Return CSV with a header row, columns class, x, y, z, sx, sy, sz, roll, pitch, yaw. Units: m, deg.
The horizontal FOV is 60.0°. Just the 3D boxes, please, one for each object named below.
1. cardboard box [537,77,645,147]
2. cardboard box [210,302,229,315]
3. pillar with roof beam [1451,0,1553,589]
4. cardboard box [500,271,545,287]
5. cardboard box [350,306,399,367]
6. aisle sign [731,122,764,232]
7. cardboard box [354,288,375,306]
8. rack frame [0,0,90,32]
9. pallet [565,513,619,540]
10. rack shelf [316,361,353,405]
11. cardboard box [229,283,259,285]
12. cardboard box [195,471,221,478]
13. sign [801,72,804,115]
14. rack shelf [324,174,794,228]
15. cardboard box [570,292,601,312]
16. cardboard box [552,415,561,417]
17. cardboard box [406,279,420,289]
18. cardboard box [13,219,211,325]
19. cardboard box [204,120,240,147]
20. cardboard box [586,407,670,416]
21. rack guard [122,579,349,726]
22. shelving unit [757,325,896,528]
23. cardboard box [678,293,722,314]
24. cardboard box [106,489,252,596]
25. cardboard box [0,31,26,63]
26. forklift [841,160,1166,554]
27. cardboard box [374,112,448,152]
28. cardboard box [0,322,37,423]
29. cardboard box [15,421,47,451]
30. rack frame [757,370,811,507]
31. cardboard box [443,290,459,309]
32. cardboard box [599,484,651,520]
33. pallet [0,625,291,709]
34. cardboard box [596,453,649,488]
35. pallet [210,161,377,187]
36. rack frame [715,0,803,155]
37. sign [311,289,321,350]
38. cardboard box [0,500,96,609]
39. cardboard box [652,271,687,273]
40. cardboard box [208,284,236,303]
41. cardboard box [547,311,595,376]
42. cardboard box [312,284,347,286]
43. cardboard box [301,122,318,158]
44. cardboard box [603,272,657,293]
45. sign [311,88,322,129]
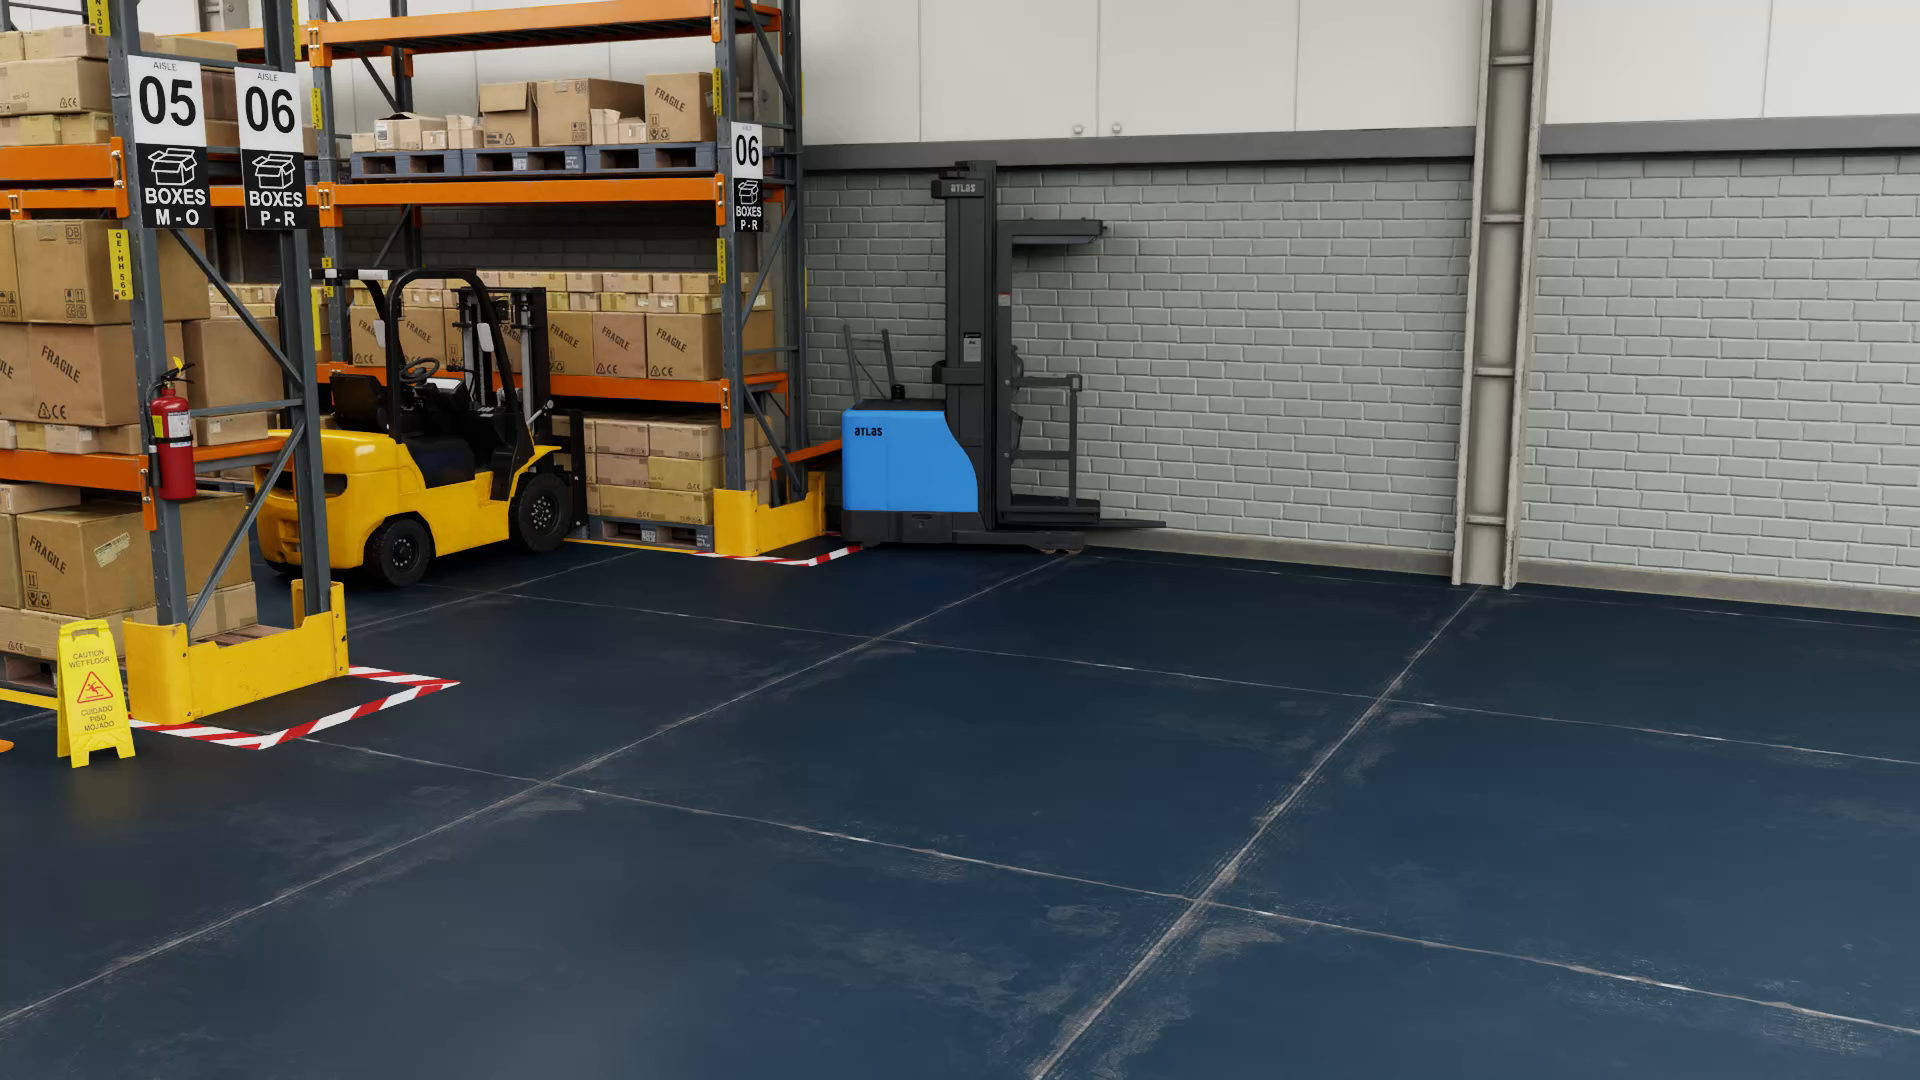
class,x,y,z,sx,sy,sz,roll,pitch,yaw
cardboard box,-2.879,-3.327,13.024,0.500,0.500,0.700,5,11,26
cardboard box,-6.561,-2.019,14.979,0.500,0.250,0.500,5,12,27
pillar with roof beam,1.750,-3.443,6.988,0.400,9.000,9.100,5,11,26
cardboard box,-3.511,-2.105,13.499,0.250,0.149,0.380,5,11,26
cardboard box,-4.805,-1.741,14.144,0.500,0.500,0.500,5,11,24
aisle sign,-1.571,-2.680,12.316,0.004,0.787,0.394,5,11,26
cardboard box,-4.918,-2.069,14.139,0.250,0.149,0.380,5,11,25
rack frame,-8.674,-5.035,15.784,0.127,3.000,1.000,5,11,26
pallet,-3.294,-0.231,13.912,1.213,0.211,1.003,5,11,26
rack shelf,-6.881,-1.572,15.511,4.000,0.370,1.077,5,11,26
cardboard box,-6.654,-2.326,15.557,0.250,0.149,0.380,5,11,26
cardboard box,-6.928,-0.967,15.638,0.625,0.625,0.875,5,11,23
sign,-1.249,-3.486,12.970,0.005,0.325,0.100,5,11,26
rack shelf,-3.294,-2.732,13.503,4.000,0.370,1.077,5,11,26
cardboard box,-2.861,-1.884,13.116,0.250,0.149,0.380,5,11,24
cardboard box,-3.420,-0.904,13.534,0.500,0.250,0.500,5,11,25
cardboard box,-4.426,-2.185,13.945,0.250,0.149,0.380,5,11,25
cardboard box,-4.248,-1.353,8.358,0.500,0.500,0.700,5,11,24
cardboard box,-3.847,-2.090,8.639,0.250,0.149,0.380,5,11,26
cardboard box,-2.741,-0.946,13.771,0.500,0.250,0.500,5,11,25
rack guard,-3.761,0.564,8.709,0.348,0.500,1.175,5,11,26
shelving unit,-1.026,-0.847,13.363,1.083,1.500,0.587,-13,-6,38
cardboard box,-1.935,-1.804,12.672,0.250,0.149,0.380,5,11,27
cardboard box,-4.316,0.008,9.199,0.500,0.500,0.500,5,11,24
cardboard box,-4.578,-2.428,8.265,0.250,0.149,0.380,5,11,25
forklift,0.626,-1.434,12.921,3.031,2.935,1.130,1,10,4
cardboard box,-4.449,-3.352,13.694,0.500,0.311,0.500,5,12,27
cardboard box,-4.749,-0.894,8.633,0.500,0.500,0.500,5,11,26
cardboard box,-4.620,-0.557,8.592,0.250,0.149,0.380,5,11,25
rack frame,-1.412,-0.758,13.668,0.032,1.500,0.500,-13,-6,38
cardboard box,-4.016,-1.981,13.650,0.250,0.149,0.380,5,11,25
cardboard box,-2.503,-0.334,13.193,0.500,0.250,0.500,5,11,26
pallet,-4.474,0.637,9.119,1.213,0.211,1.003,5,11,26
cardboard box,-2.520,-0.582,13.162,0.500,0.250,0.500,5,11,25
pallet,-5.884,-3.217,14.699,1.217,0.209,0.805,5,11,24
rack frame,-1.500,-4.405,12.301,0.127,3.000,1.000,5,11,26
sign,-3.453,-1.172,8.855,0.005,0.325,0.100,5,11,26
cardboard box,-4.996,0.056,8.937,0.500,0.500,0.500,6,12,28
cardboard box,-2.385,-2.095,13.443,0.250,0.149,0.380,5,11,26
cardboard box,-6.651,-2.224,14.993,0.250,0.149,0.380,5,11,26
cardboard box,-2.979,-1.582,13.265,0.500,0.500,0.500,5,11,25
cardboard box,-5.749,-2.248,15.125,0.250,0.149,0.380,5,11,26
cardboard box,-5.844,-3.474,14.371,0.500,0.311,0.500,5,11,24
cardboard box,-2.587,-2.024,13.056,0.250,0.149,0.380,5,11,26
sign,-5.319,-3.566,13.752,0.005,0.325,0.100,5,11,26
